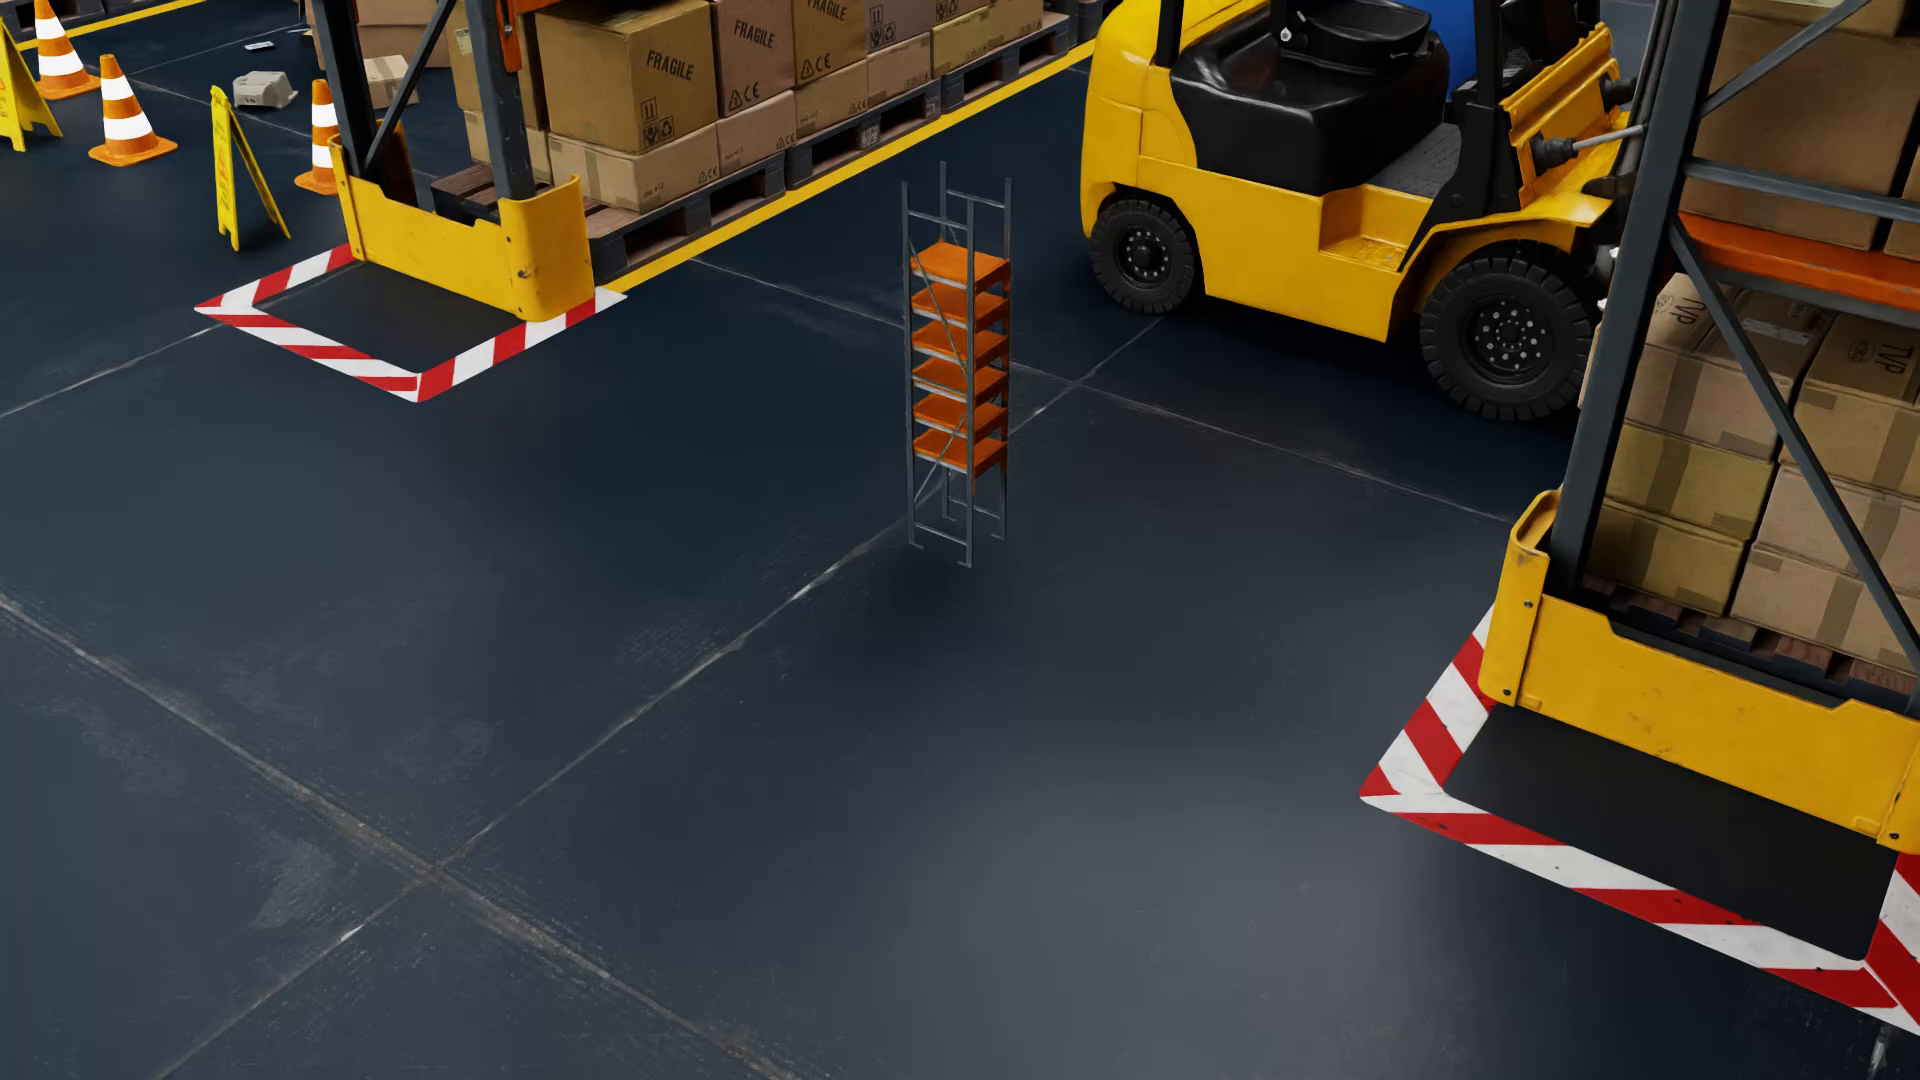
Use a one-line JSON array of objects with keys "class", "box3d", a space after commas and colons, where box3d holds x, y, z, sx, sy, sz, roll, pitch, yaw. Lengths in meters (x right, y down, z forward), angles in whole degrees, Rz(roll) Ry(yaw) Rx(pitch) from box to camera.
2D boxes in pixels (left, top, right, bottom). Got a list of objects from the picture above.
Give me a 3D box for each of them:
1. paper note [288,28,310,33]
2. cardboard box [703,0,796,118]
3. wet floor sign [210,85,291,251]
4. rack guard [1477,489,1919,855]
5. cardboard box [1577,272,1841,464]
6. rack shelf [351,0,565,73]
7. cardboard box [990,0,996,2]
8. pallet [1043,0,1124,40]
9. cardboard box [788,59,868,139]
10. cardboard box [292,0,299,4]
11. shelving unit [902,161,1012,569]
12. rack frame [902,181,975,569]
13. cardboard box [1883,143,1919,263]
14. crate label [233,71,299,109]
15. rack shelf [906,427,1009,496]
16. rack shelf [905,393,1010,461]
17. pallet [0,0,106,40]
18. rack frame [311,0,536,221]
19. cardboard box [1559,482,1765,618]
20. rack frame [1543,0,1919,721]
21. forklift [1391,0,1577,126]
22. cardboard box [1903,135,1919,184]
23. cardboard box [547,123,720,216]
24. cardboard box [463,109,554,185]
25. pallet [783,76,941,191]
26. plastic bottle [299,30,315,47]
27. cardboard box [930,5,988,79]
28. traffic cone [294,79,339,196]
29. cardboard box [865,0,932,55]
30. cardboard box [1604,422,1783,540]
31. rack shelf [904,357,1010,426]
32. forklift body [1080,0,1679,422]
[{"class": "paper note", "box3d": [-3.810, -2.937, 9.584, 0.123, 0.001, 0.032, -15, 37, -21]}, {"class": "cardboard box", "box3d": [-1.072, -2.192, 7.224, 0.500, 0.500, 0.500, 20, 39, 27]}, {"class": "wet floor sign", "box3d": [-3.054, -1.590, 7.025, 0.232, 0.644, 0.267, -22, 40, -29]}, {"class": "rack guard", "box3d": [1.999, 0.320, 4.331, 1.175, 0.500, 0.348, 21, 39, 28]}, {"class": "cardboard box", "box3d": [2.019, -0.488, 4.480, 0.500, 0.250, 0.500, 23, 40, 30]}, {"class": "rack shelf", "box3d": [-0.926, -2.933, 7.552, 1.077, 0.370, 4.000, 21, 39, 28]}, {"class": "cardboard box", "box3d": [0.097, -3.139, 8.624, 0.500, 0.500, 0.500, 21, 39, 28]}, {"class": "pallet", "box3d": [0.657, -3.355, 10.023, 1.003, 0.211, 1.213, 21, 39, 28]}, {"class": "cardboard box", "box3d": [-0.782, -2.116, 7.781, 0.500, 0.250, 0.500, 24, 41, 31]}, {"class": "cardboard box", "box3d": [-3.952, -3.609, 10.139, 0.500, 0.500, 0.500, 29, 44, 36]}, {"class": "shelving unit", "box3d": [-0.008, -0.490, 4.904, 0.258, 1.200, 0.189, 21, 39, 28]}, {"class": "rack frame", "box3d": [-0.060, -0.448, 4.842, 0.240, 1.200, 0.006, 21, 39, 28]}, {"class": "cardboard box", "box3d": [2.524, -0.908, 3.825, 0.500, 0.500, 0.500, 23, 40, 30]}, {"class": "crate label", "box3d": [-3.590, -2.314, 8.550, 0.250, 0.136, 0.298, 3, 34, 4]}, {"class": "rack shelf", "box3d": [-0.008, -0.255, 5.063, 0.258, 0.103, 0.180, 21, 39, 28]}, {"class": "rack shelf", "box3d": [-0.008, -0.354, 4.996, 0.258, 0.103, 0.180, 21, 39, 28]}, {"class": "pallet", "box3d": [-5.799, -3.083, 9.621, 1.003, 0.211, 1.213, 21, 39, 28]}, {"class": "rack frame", "box3d": [-2.067, -2.311, 5.989, 1.000, 3.000, 0.127, 21, 39, 28]}, {"class": "cardboard box", "box3d": [2.021, -0.079, 4.769, 0.500, 0.250, 0.500, 22, 40, 28]}, {"class": "rack frame", "box3d": [2.013, -0.727, 3.647, 1.000, 3.000, 0.127, 21, 39, 28]}, {"class": "forklift", "box3d": [2.677, -3.826, 8.291, 1.130, 2.935, 3.031, 18, 38, 24]}, {"class": "cardboard box", "box3d": [2.381, -1.315, 4.427, 0.500, 0.500, 0.500, 23, 40, 30]}, {"class": "cardboard box", "box3d": [-1.380, -1.629, 7.060, 0.500, 0.250, 0.500, 21, 39, 28]}, {"class": "cardboard box", "box3d": [-1.813, -1.815, 7.335, 0.500, 0.250, 0.500, 21, 39, 28]}, {"class": "pallet", "box3d": [-0.835, -2.112, 8.185, 1.003, 0.211, 1.213, 21, 39, 28]}, {"class": "plastic bottle", "box3d": [-3.616, -2.878, 9.451, 0.133, 0.061, 0.283, 8, 35, 12]}, {"class": "cardboard box", "box3d": [-0.198, -2.580, 8.468, 0.500, 0.250, 0.500, 20, 39, 27]}, {"class": "traffic cone", "box3d": [-2.881, -1.870, 7.602, 0.336, 0.463, 0.334, 21, 39, 28]}, {"class": "cardboard box", "box3d": [-0.481, -2.669, 7.930, 0.500, 0.500, 0.500, 24, 41, 31]}, {"class": "cardboard box", "box3d": [2.034, -0.293, 4.639, 0.500, 0.250, 0.500, 21, 39, 28]}, {"class": "rack shelf", "box3d": [-0.008, -0.454, 4.929, 0.258, 0.103, 0.180, 21, 39, 28]}, {"class": "forklift body", "box3d": [1.596, -1.831, 6.037, 2.313, 2.155, 1.214, 21, 39, 28]}]
